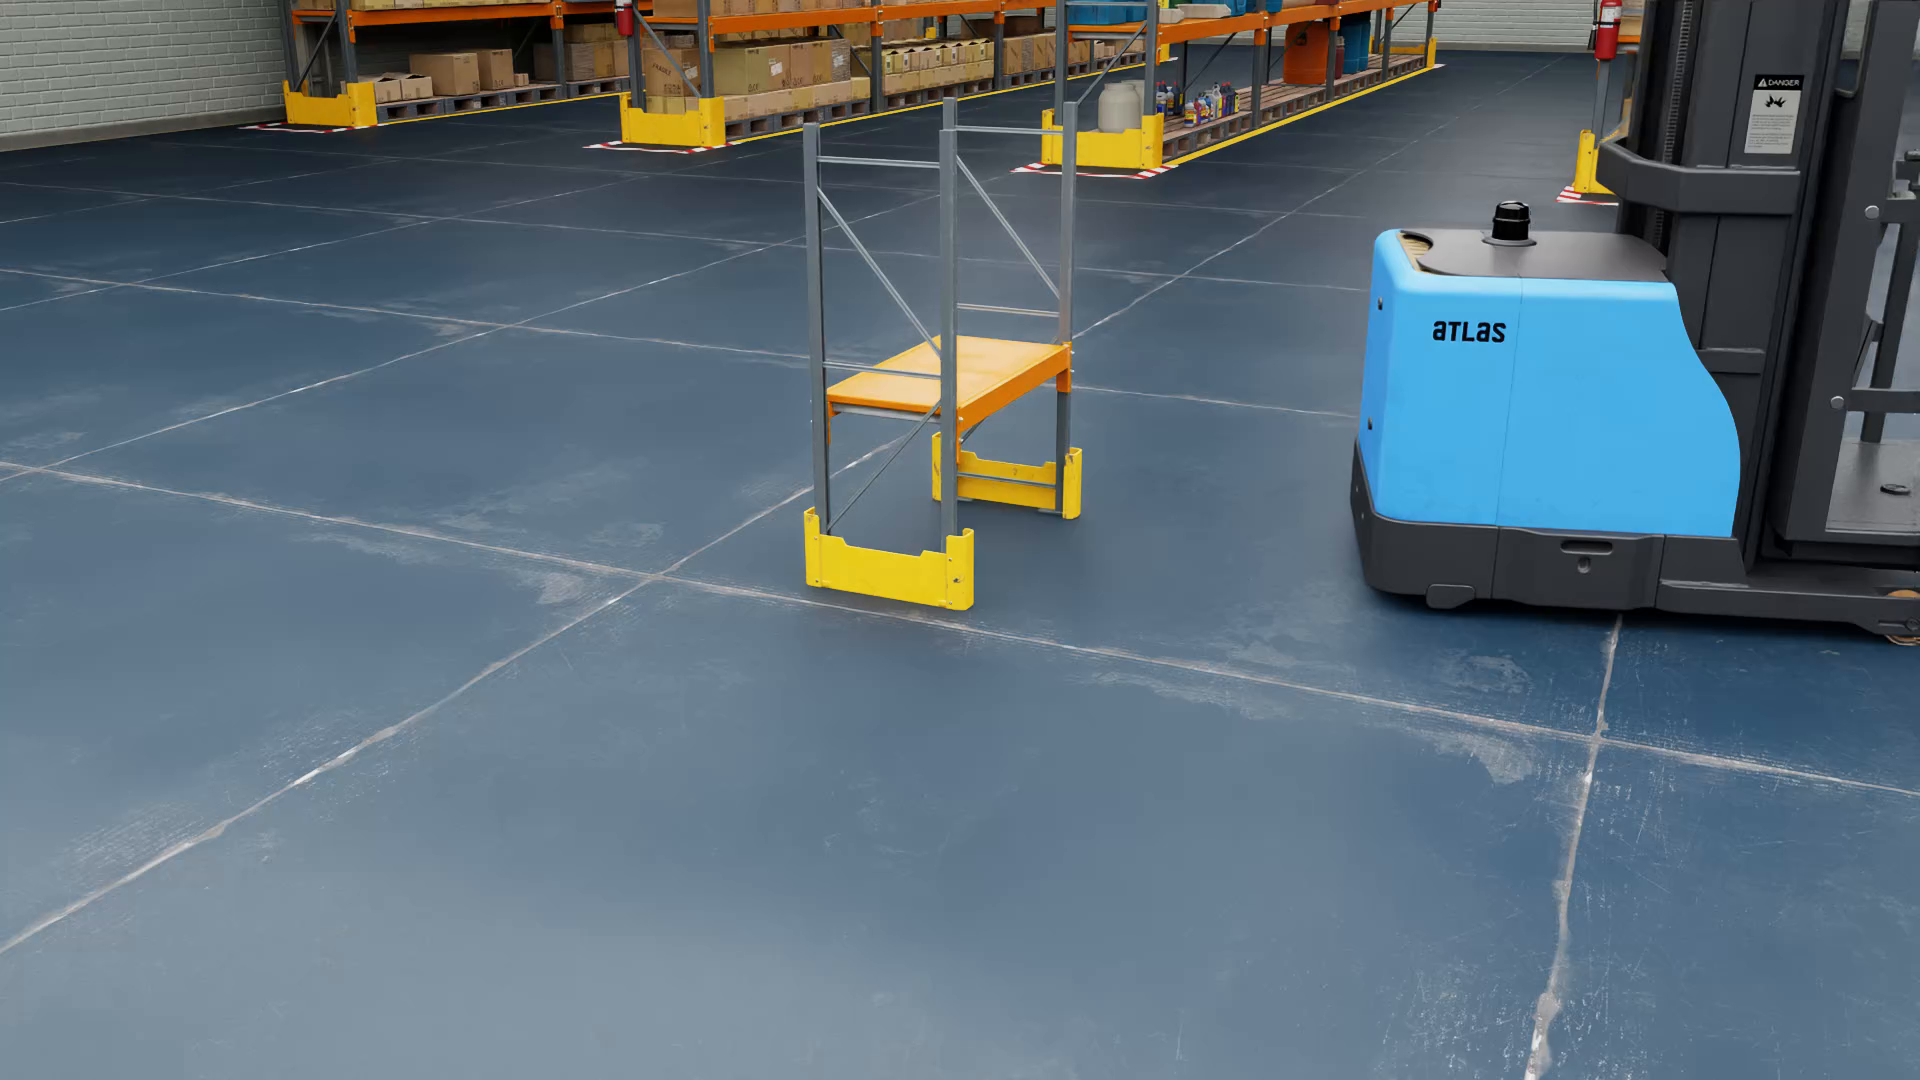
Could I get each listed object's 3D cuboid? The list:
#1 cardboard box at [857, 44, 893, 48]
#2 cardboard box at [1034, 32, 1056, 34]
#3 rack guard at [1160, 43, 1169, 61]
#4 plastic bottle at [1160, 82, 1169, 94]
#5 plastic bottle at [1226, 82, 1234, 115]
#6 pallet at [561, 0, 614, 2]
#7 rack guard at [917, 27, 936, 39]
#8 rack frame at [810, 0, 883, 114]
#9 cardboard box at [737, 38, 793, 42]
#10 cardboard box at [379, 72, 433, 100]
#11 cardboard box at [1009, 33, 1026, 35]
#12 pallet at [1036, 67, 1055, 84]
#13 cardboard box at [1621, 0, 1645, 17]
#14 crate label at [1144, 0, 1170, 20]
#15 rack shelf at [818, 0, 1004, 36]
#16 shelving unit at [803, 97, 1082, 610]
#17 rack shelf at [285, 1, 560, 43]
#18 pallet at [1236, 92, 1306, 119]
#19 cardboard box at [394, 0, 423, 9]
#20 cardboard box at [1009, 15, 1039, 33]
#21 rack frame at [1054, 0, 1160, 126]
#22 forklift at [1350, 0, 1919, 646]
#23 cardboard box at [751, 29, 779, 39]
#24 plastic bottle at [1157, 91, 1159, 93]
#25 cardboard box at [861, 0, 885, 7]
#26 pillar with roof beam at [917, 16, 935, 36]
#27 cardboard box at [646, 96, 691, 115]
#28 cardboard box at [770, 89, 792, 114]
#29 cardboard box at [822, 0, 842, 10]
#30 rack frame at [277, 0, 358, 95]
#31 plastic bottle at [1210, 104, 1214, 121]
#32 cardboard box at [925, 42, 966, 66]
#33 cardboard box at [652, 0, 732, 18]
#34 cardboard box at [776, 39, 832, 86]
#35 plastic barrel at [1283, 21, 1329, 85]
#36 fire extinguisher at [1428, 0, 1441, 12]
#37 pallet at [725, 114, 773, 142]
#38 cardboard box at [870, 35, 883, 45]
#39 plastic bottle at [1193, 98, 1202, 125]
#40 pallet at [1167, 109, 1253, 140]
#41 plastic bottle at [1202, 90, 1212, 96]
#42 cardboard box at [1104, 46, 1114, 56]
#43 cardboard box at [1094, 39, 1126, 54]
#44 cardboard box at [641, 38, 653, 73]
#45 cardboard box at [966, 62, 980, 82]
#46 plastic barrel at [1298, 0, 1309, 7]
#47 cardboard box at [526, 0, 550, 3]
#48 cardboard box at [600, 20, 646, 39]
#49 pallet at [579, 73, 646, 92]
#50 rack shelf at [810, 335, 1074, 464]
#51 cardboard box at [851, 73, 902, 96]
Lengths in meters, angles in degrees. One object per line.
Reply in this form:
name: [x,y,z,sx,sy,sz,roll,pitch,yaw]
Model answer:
cardboard box: [-1.161,-6.623,22.755,0.500,0.311,0.500,8,21,23]
cardboard box: [1.440,-7.963,26.957,0.500,0.500,0.500,9,21,23]
rack guard: [3.404,-9.449,31.791,1.175,0.500,0.348,9,21,23]
plastic bottle: [2.329,-5.070,19.045,0.144,0.351,0.185,9,22,24]
plastic bottle: [3.037,-5.023,18.914,0.144,0.351,0.185,8,21,21]
pallet: [-5.554,-7.783,23.664,1.003,0.211,1.213,9,21,23]
rack guard: [-1.076,-10.158,33.785,1.175,0.500,0.348,9,21,23]
rack frame: [-1.479,-6.981,21.123,1.000,3.000,0.127,9,21,23]
cardboard box: [-2.364,-5.832,20.250,0.500,0.500,0.500,9,21,23]
cardboard box: [-7.039,-5.751,21.019,0.500,0.311,0.500,11,22,27]
cardboard box: [0.749,-7.871,26.699,0.500,0.500,0.500,8,21,21]
pallet: [1.000,-7.485,26.700,1.003,0.211,1.213,9,21,23]
cardboard box: [6.169,-4.750,14.255,0.875,0.500,0.500,9,21,23]
crate label: [1.907,-5.694,17.451,0.502,0.435,0.616,9,21,23]
rack shelf: [-0.660,-7.254,22.962,1.077,0.370,4.000,9,21,23]
shelving unit: [-0.031,-0.683,5.652,0.587,1.500,1.083,9,21,23]
rack shelf: [-6.819,-6.710,21.432,1.077,0.370,4.000,9,21,23]
pallet: [3.823,-5.606,21.418,1.003,0.211,1.213,9,21,23]
cardboard box: [-6.949,-6.642,20.363,0.500,0.250,0.500,8,21,21]
cardboard box: [0.967,-8.390,27.037,0.500,0.250,0.500,9,21,23]
rack frame: [1.400,-5.078,15.770,1.000,3.000,0.127,9,21,23]
forklift: [2.875,-1.240,5.082,3.031,2.935,1.130,3,20,9]
cardboard box: [-3.577,-8.541,28.091,0.750,0.750,0.750,8,21,22]
plastic bottle: [2.226,-4.925,18.755,0.097,0.271,0.097,0,20,0]
cardboard box: [-1.318,-7.067,21.588,0.500,0.250,0.500,10,22,26]
pillar with roof beam: [3.158,-14.508,33.334,9.100,9.000,0.400,9,21,23]
cardboard box: [-3.167,-4.865,18.650,0.500,0.250,0.500,9,21,23]
cardboard box: [-2.288,-5.100,19.311,0.500,0.250,0.500,9,21,23]
cardboard box: [-1.865,-6.730,20.266,0.700,0.500,0.500,8,21,22]
rack frame: [-7.638,-6.437,19.592,1.000,3.000,0.127,9,21,23]
plastic bottle: [2.733,-4.707,18.246,0.097,0.201,0.097,0,20,0]
cardboard box: [-0.247,-6.863,23.430,0.500,0.311,0.500,8,21,22]
cardboard box: [-2.914,-5.947,18.064,0.700,0.500,0.500,9,21,23]
cardboard box: [-1.886,-5.761,20.048,0.500,0.500,0.500,9,21,23]
plastic barrel: [4.861,-6.851,23.367,0.600,0.830,0.708,9,21,23]
fire extinguisher: [8.429,-9.740,29.553,0.296,0.674,0.183,9,21,23]
pallet: [-2.842,-4.684,18.825,1.003,0.211,1.213,9,21,23]
cardboard box: [-1.903,-9.650,31.730,0.700,0.500,0.500,9,22,24]
plastic bottle: [2.536,-4.583,17.777,0.061,0.283,0.133,9,21,24]
pallet: [2.725,-4.787,19.114,1.003,0.211,1.213,9,21,23]
plastic bottle: [2.813,-4.942,18.797,0.152,0.276,0.135,9,21,23]
cardboard box: [2.511,-8.664,29.425,0.380,0.166,0.250,9,21,23]
cardboard box: [2.561,-9.033,29.961,0.797,0.503,0.637,9,21,23]
cardboard box: [-5.104,-7.388,25.339,0.700,0.500,0.500,8,21,22]
cardboard box: [-0.042,-6.754,23.961,0.500,0.250,0.500,8,21,22]
plastic barrel: [4.277,-7.103,21.299,0.421,0.512,0.421,0,20,0]
cardboard box: [-5.918,-7.412,22.528,0.500,0.250,0.500,9,21,23]
cardboard box: [-5.106,-7.715,25.140,0.500,0.250,0.500,8,21,22]
pallet: [-5.184,-6.959,25.220,1.003,0.211,1.213,9,21,23]
rack shelf: [-0.035,-0.511,5.704,0.538,0.185,1.000,9,21,23]
cardboard box: [-1.088,-5.973,21.764,0.500,0.250,0.500,8,21,21]
